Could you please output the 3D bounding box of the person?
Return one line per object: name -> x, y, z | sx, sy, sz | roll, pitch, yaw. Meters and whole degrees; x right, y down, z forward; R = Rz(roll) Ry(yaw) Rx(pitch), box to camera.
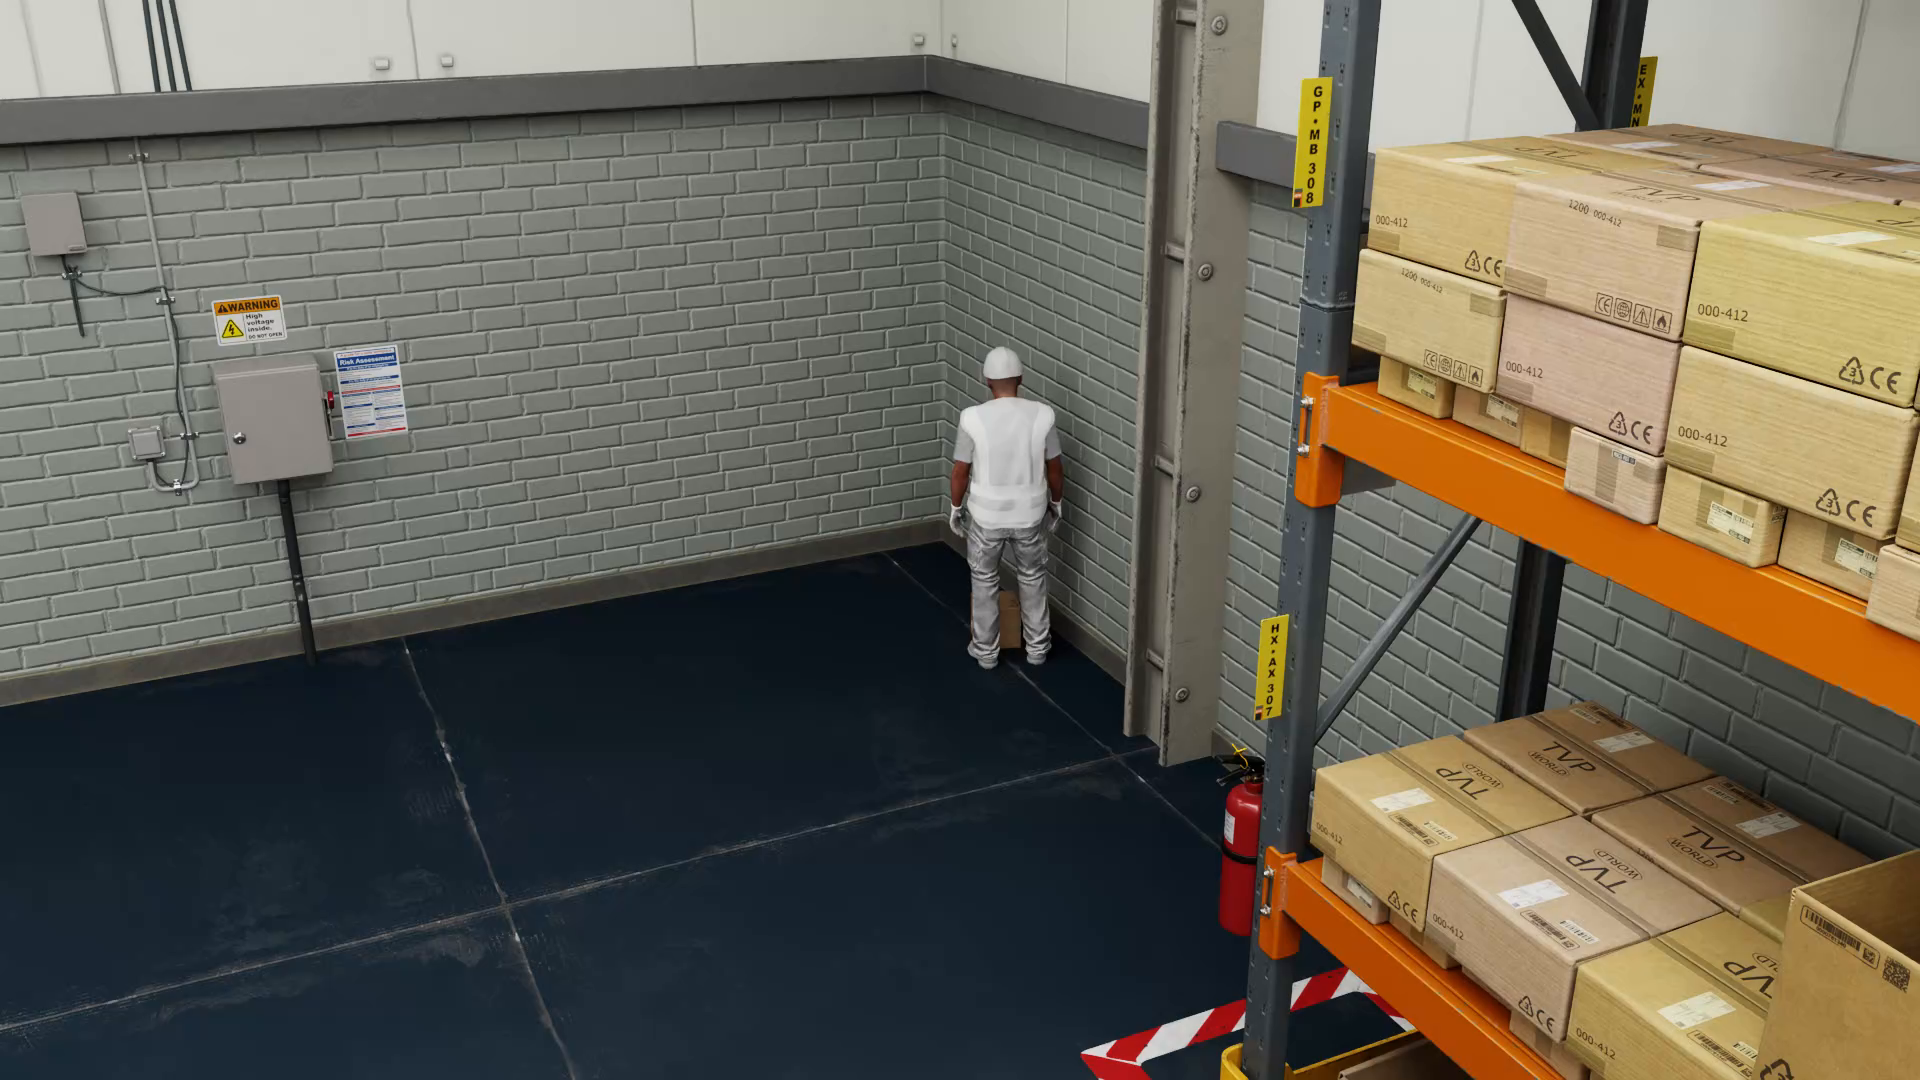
person -> 0.254, -0.161, 8.974 | 0.618, 1.774, 0.446 | -2, 22, -6
